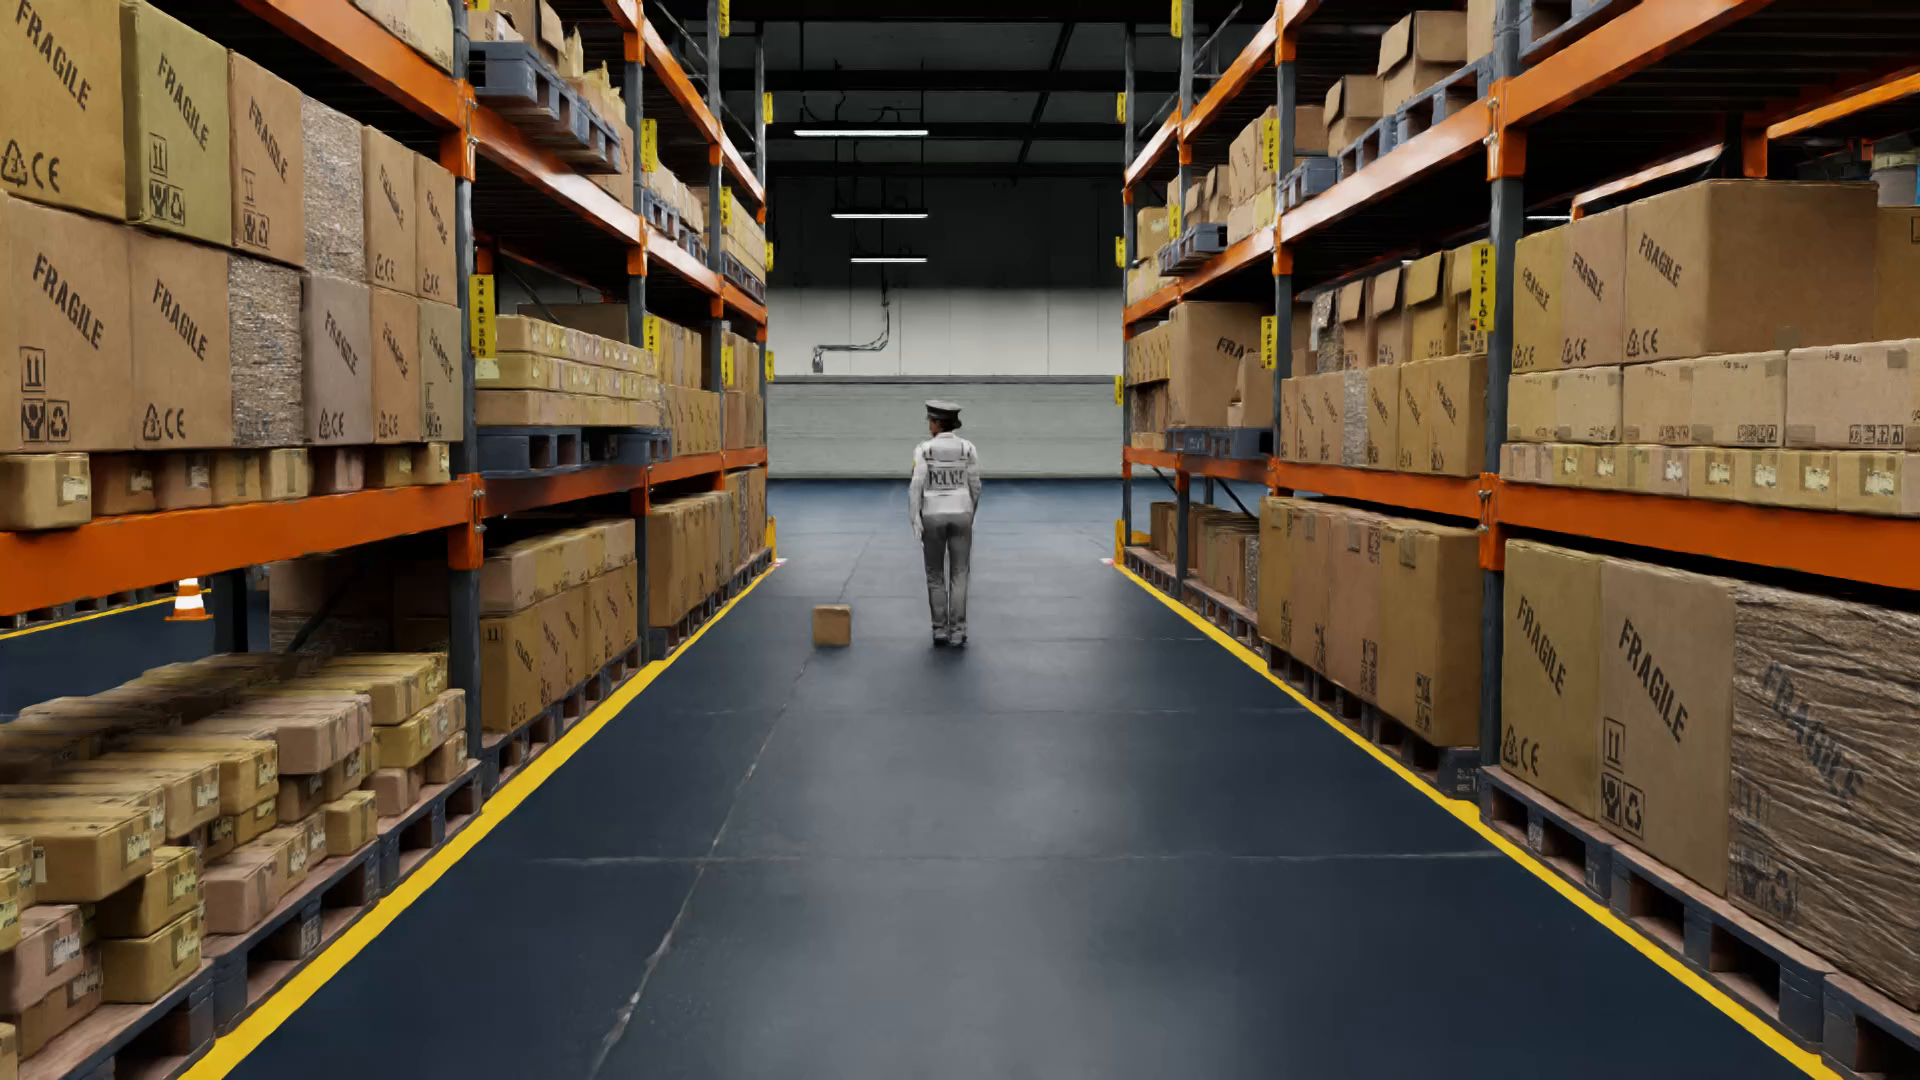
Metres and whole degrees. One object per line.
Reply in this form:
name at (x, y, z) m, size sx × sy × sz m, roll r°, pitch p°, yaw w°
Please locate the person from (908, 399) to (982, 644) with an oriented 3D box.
person at (-0.108, -0.089, 11.411) m, size 0.513 × 1.753 × 0.468 m, roll 0°, pitch 4°, yaw -4°
